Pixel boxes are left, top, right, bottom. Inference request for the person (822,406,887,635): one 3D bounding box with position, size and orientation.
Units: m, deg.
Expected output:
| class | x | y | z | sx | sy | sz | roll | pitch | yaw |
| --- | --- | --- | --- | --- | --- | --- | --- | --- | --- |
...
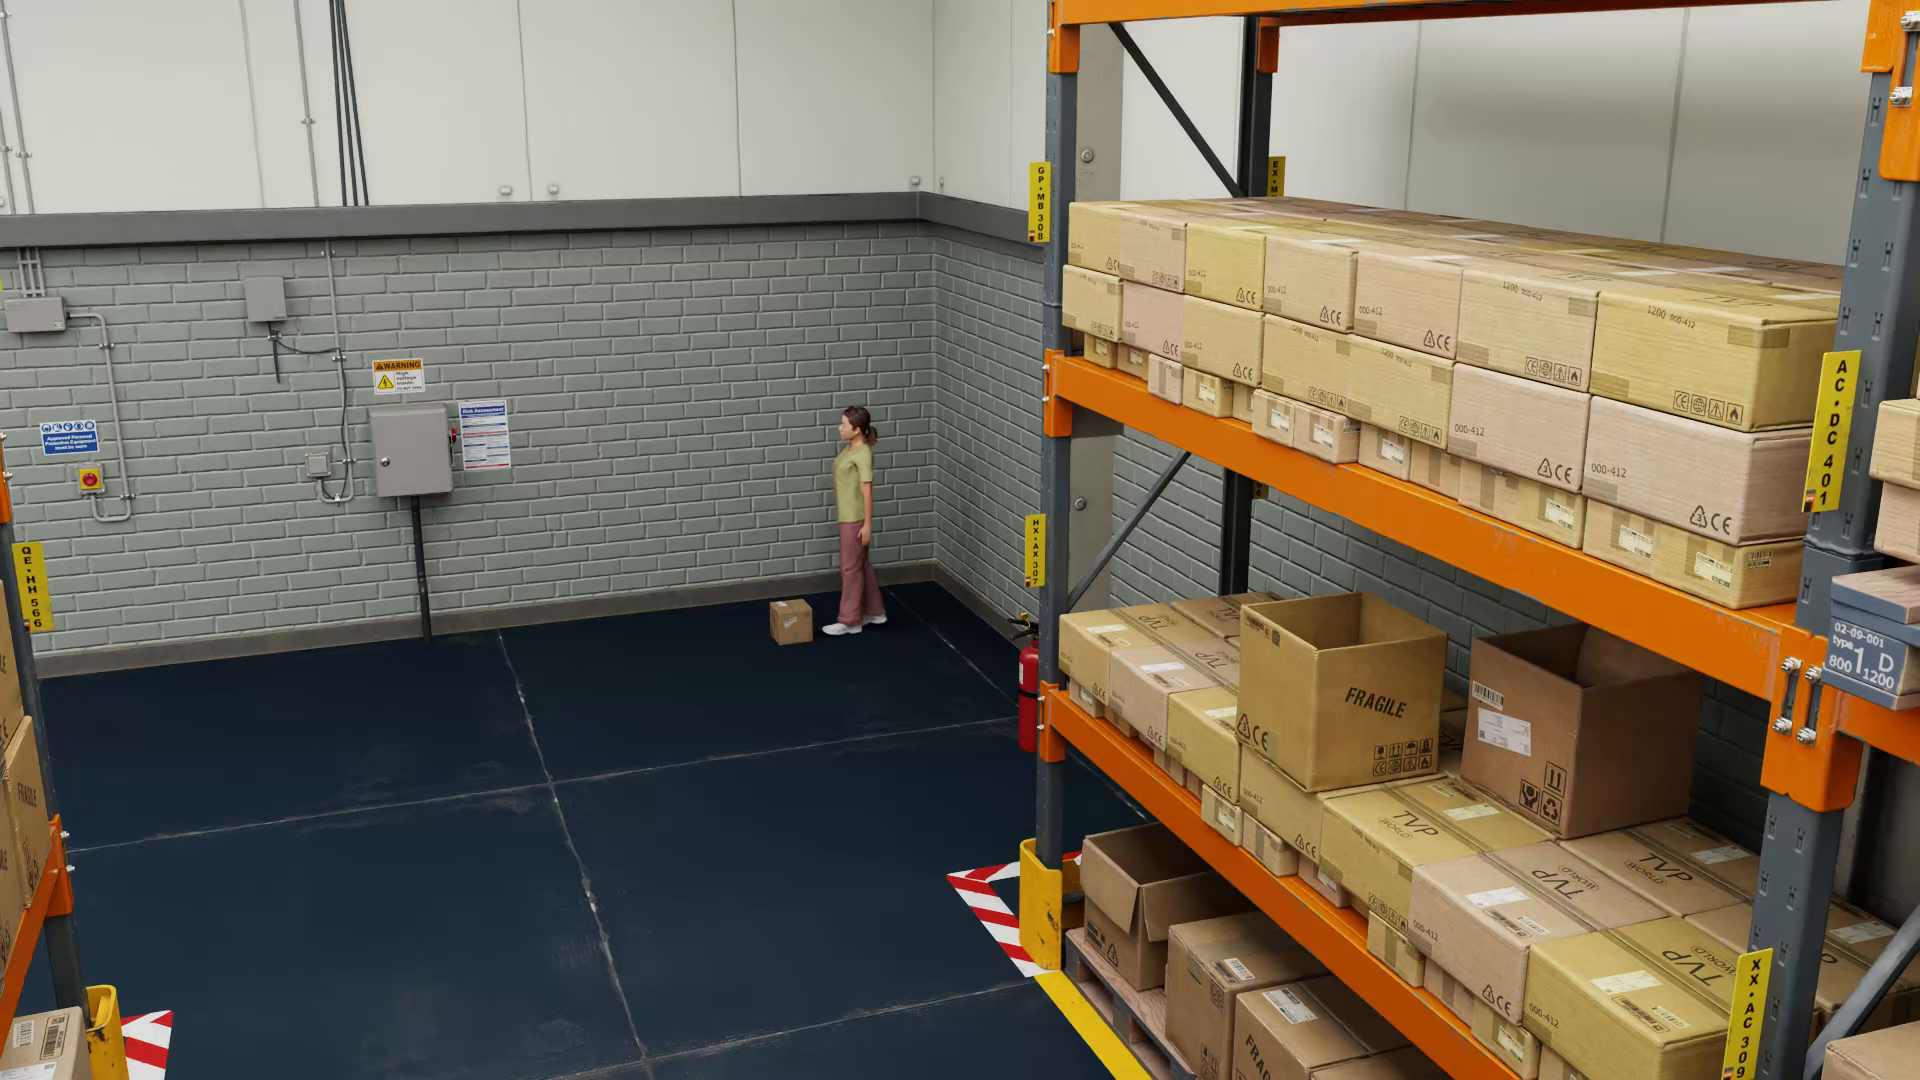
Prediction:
| class | x | y | z | sx | sy | sz | roll | pitch | yaw |
| --- | --- | --- | --- | --- | --- | --- | --- | --- | --- |
| person | -0.776 | -0.146 | 12.023 | 0.505 | 1.673 | 0.462 | -3 | 16 | -11 |
